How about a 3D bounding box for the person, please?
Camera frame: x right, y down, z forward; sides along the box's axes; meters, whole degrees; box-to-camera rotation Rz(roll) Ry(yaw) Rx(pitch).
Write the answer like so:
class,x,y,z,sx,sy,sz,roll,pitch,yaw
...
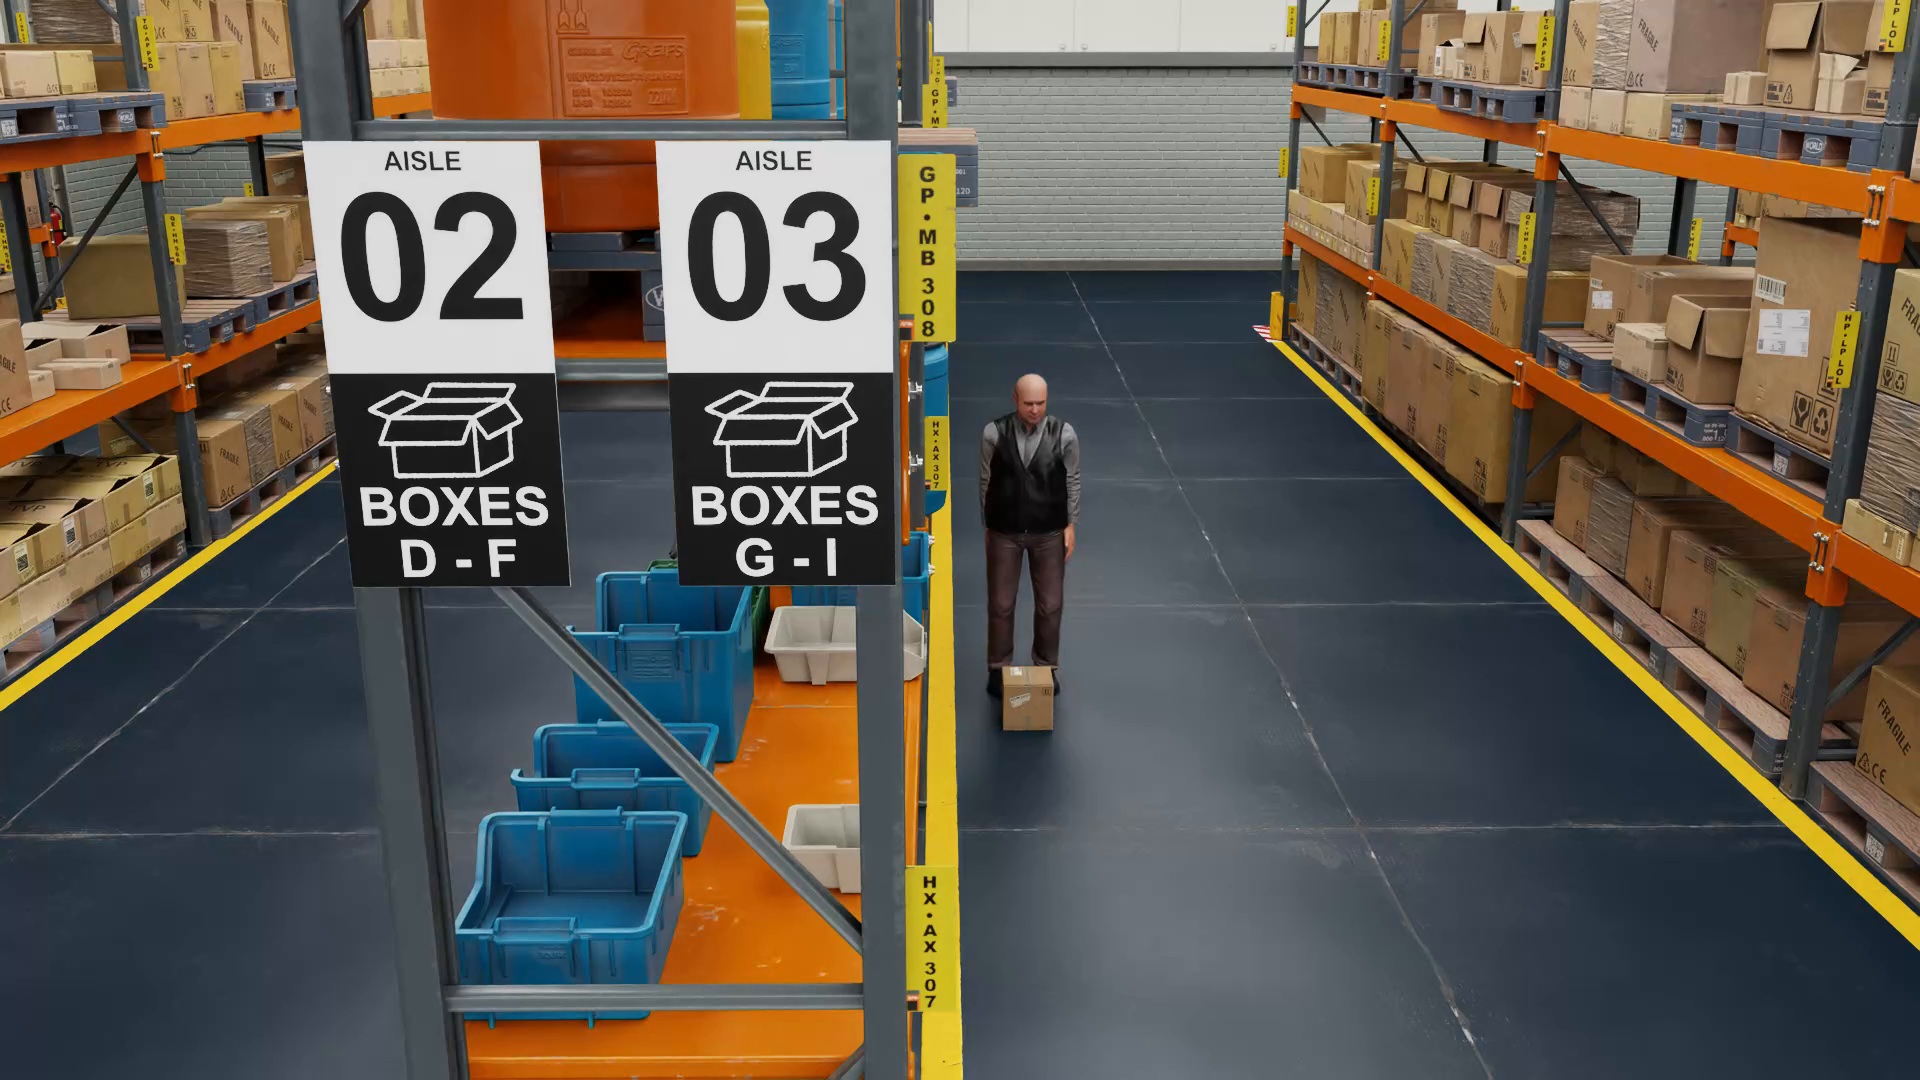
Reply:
class,x,y,z,sx,sy,sz,roll,pitch,yaw
person,0.365,-0.031,8.719,0.535,1.714,0.354,0,17,0
